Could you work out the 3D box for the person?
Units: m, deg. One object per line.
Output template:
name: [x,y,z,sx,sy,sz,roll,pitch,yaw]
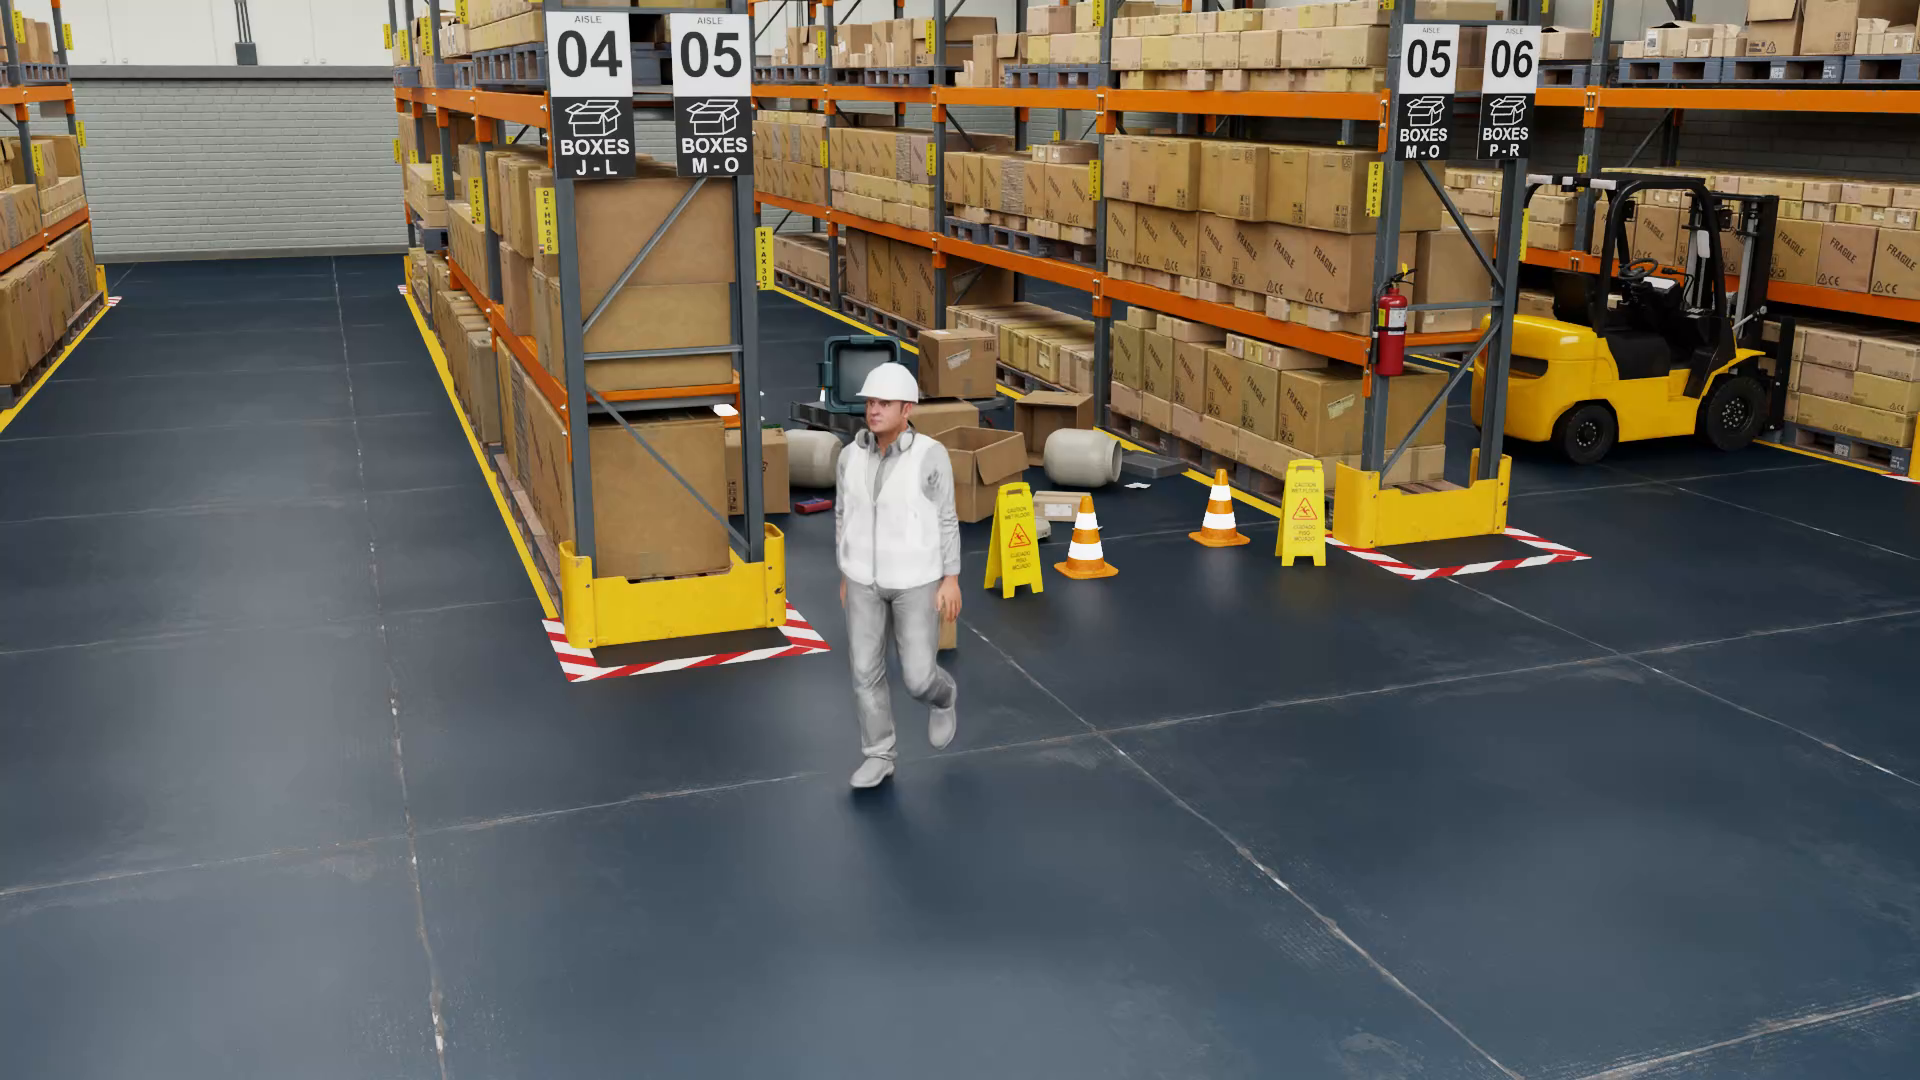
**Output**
person: [-0.255,0.137,6.913,0.553,1.763,0.625,6,17,21]
